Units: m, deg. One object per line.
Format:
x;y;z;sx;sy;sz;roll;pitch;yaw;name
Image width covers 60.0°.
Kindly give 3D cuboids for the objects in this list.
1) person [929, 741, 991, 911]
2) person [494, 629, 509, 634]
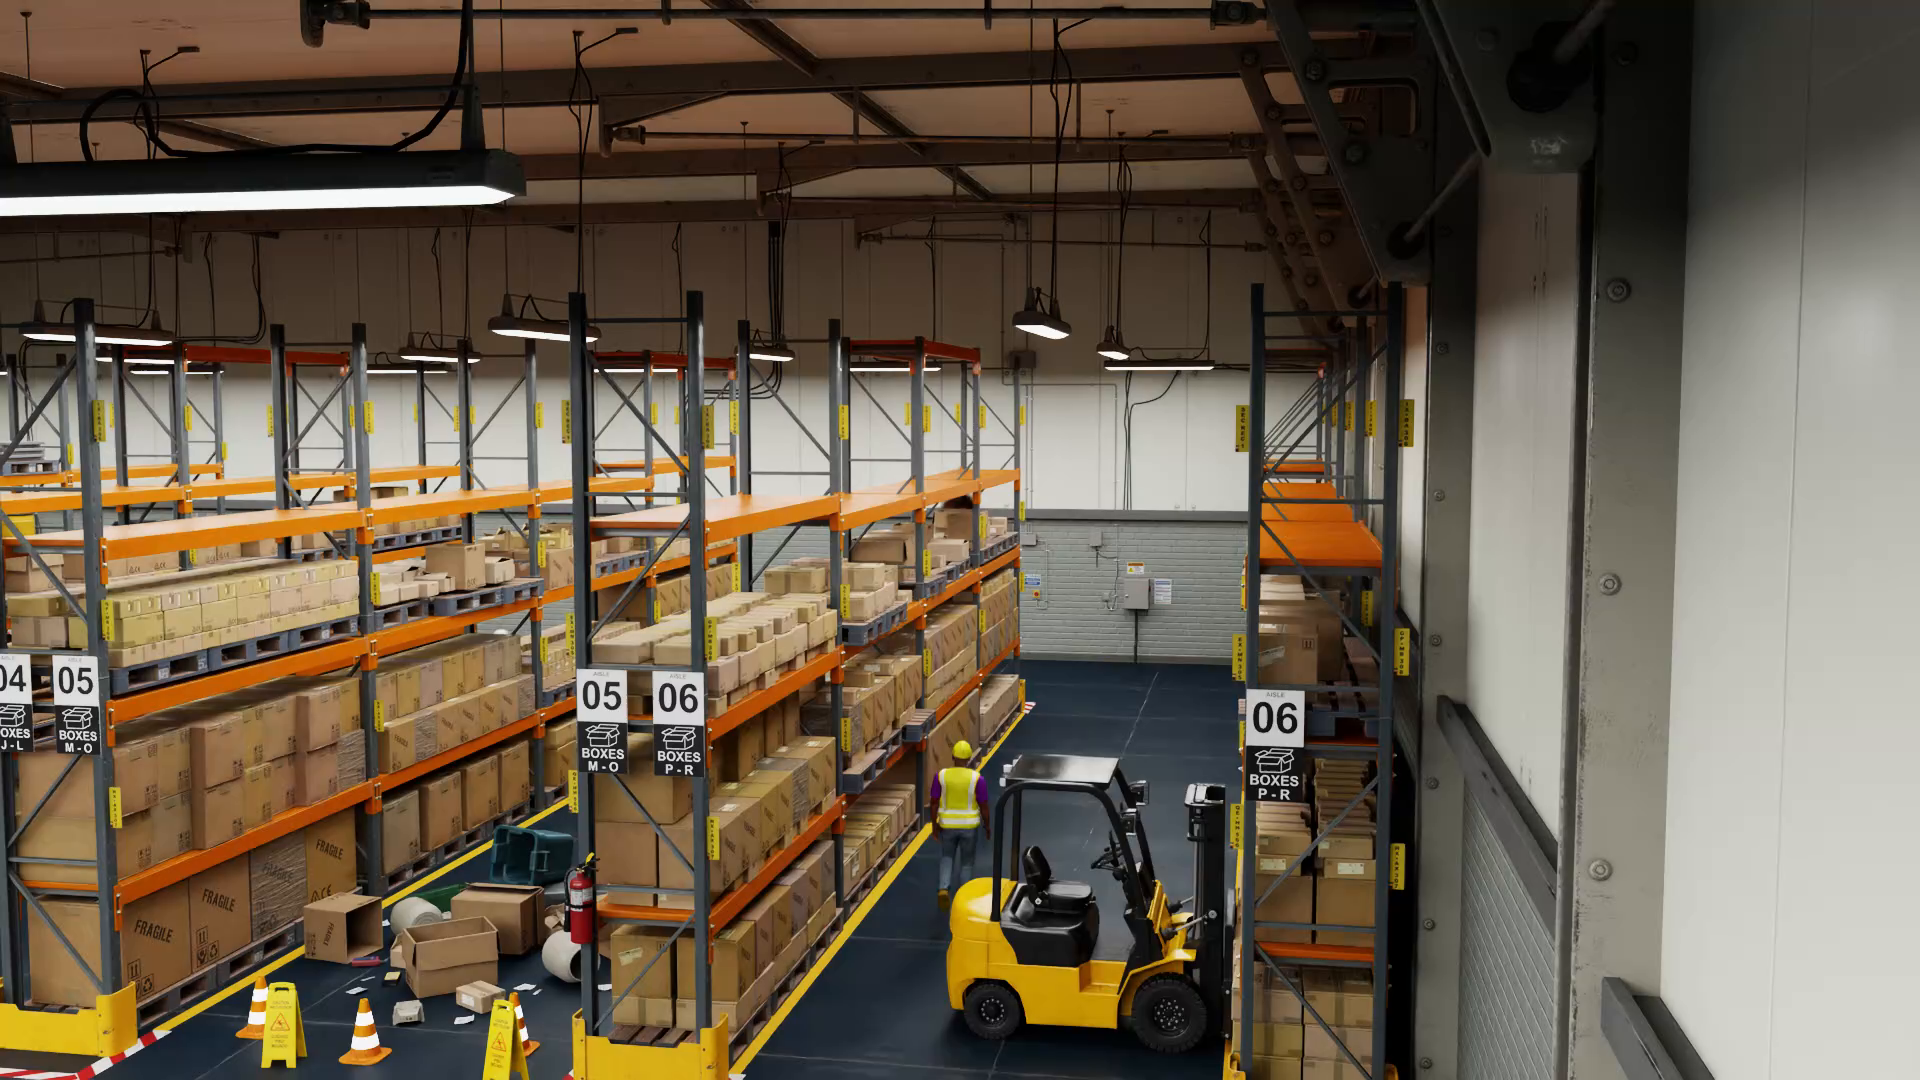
-0.006;2.910;16.861;0.593;1.755;0.504;1;5;14;person
-6.956;2.246;25.552;0.552;1.771;0.581;4;6;38;person
